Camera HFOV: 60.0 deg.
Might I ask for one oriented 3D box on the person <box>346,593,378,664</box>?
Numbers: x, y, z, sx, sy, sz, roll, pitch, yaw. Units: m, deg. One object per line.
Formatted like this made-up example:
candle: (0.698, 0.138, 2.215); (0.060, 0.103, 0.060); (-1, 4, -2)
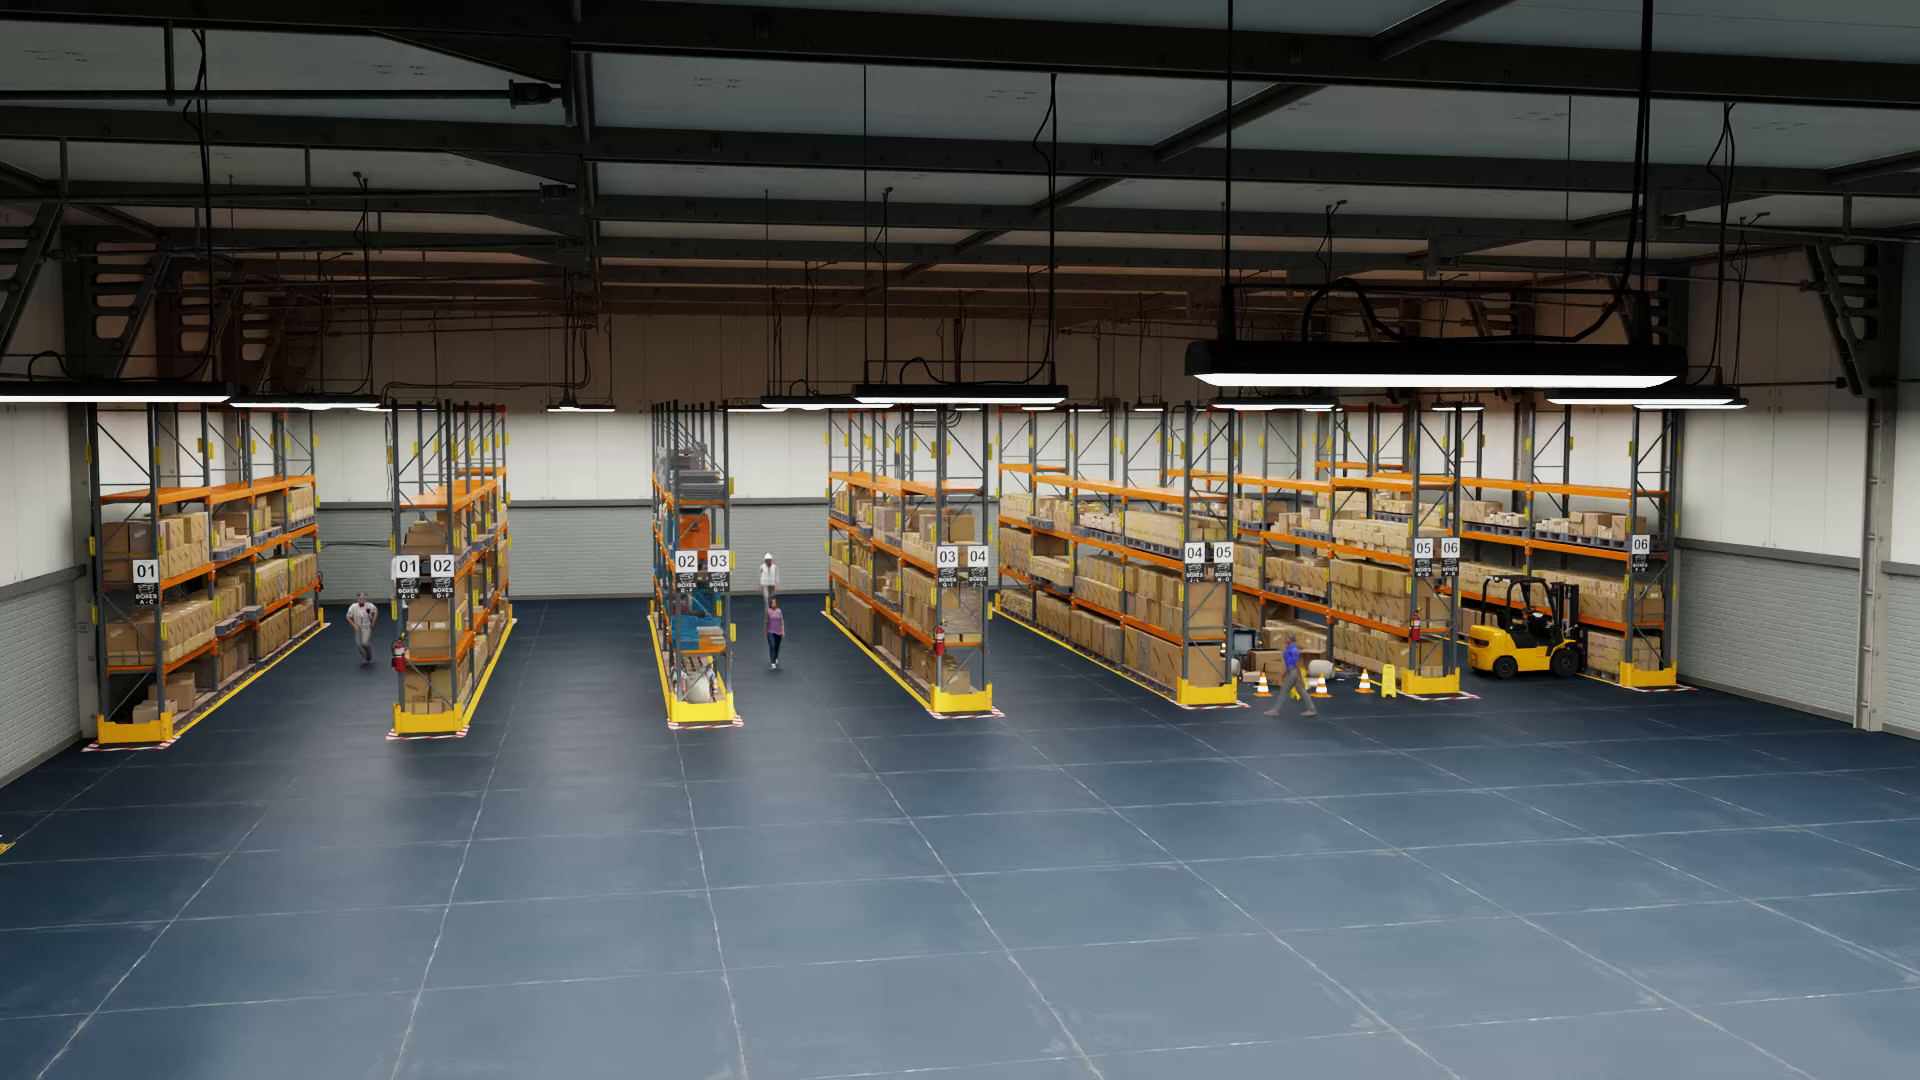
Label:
person: (-13.683, 2.017, 38.093); (0.619, 1.683, 0.735); (0, 4, -4)

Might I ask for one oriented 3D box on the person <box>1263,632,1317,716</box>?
person: (6.256, 2.581, 31.485); (1.001, 1.476, 0.481); (1, 4, 10)

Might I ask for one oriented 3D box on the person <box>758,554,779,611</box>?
person: (-5.474, 1.258, 47.766); (0.548, 1.714, 1.094); (-2, 5, -23)

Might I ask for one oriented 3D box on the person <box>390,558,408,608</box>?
person: (-16.545, 1.131, 49.096); (0.872, 1.753, 0.587); (2, 5, 28)

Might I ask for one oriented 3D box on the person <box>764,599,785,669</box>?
person: (-4.201, 2.102, 37.623); (0.440, 1.523, 0.972); (-1, 4, -14)
